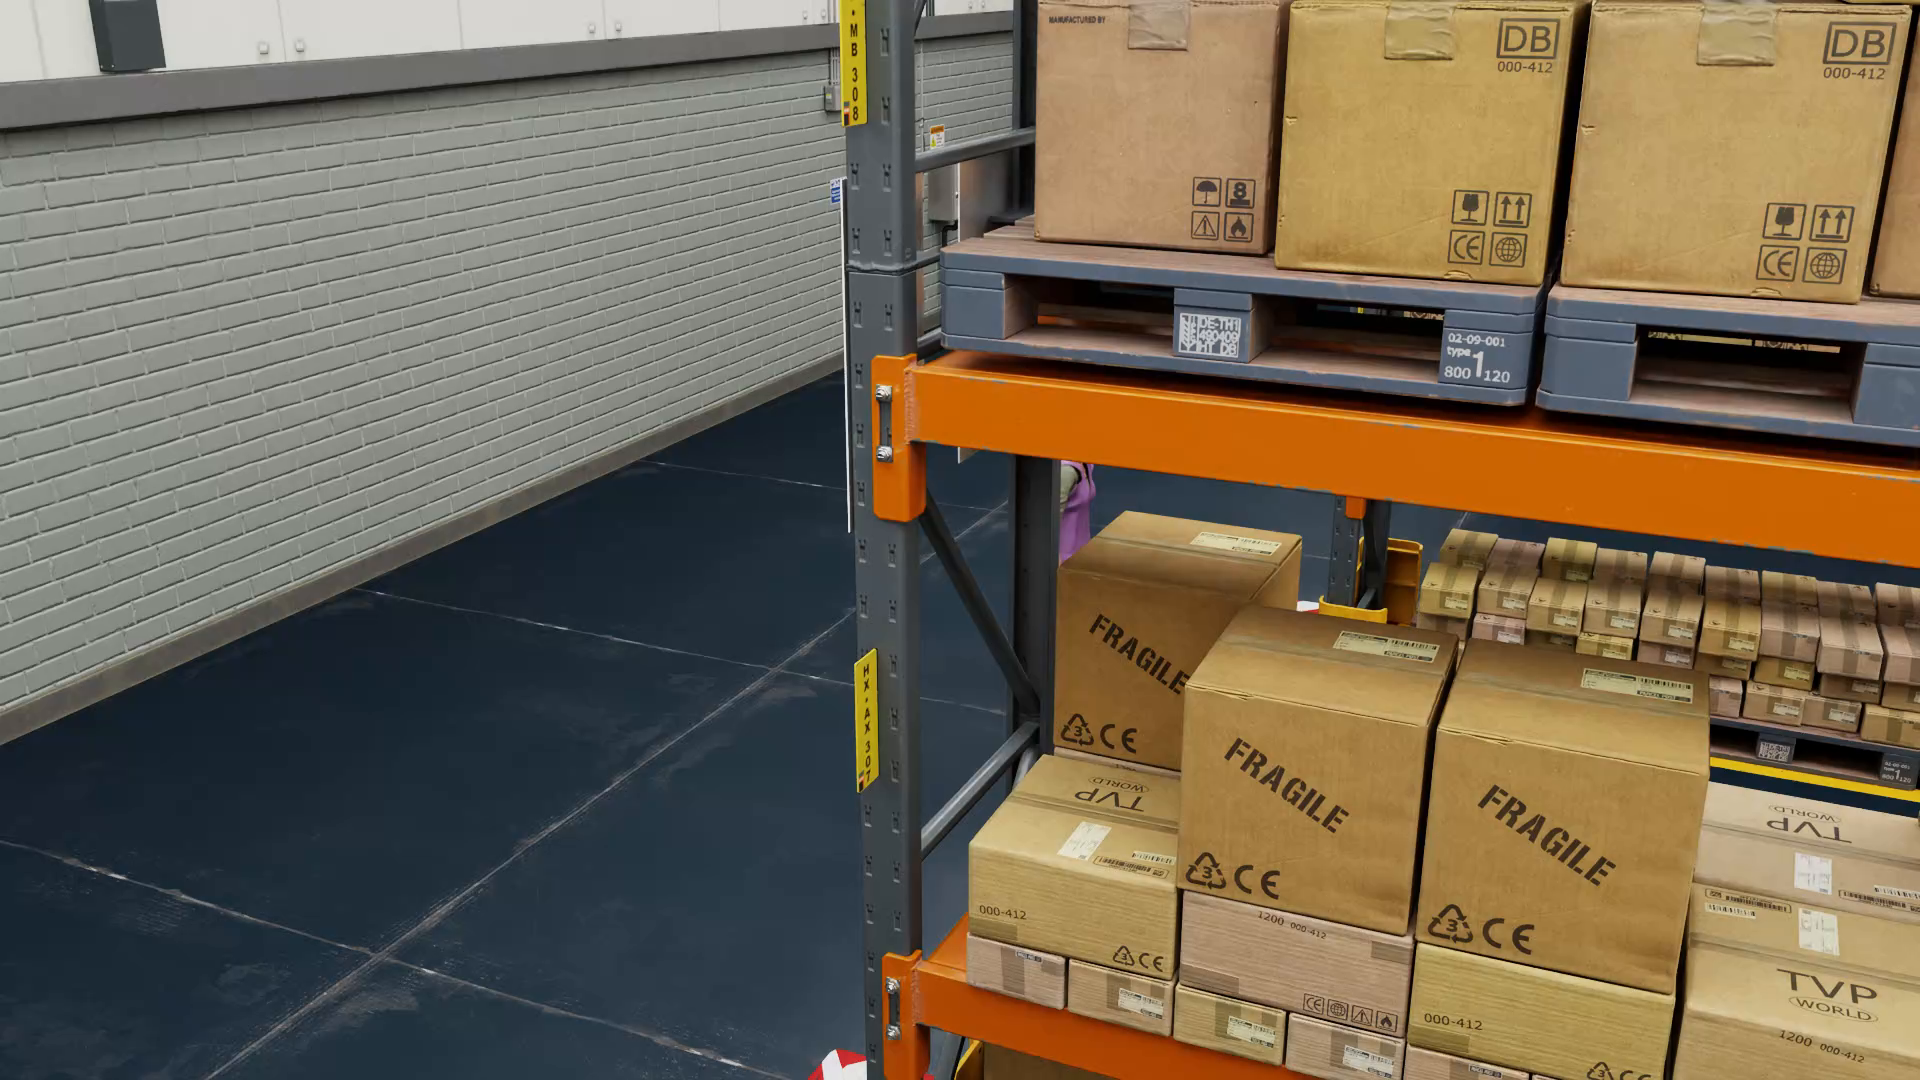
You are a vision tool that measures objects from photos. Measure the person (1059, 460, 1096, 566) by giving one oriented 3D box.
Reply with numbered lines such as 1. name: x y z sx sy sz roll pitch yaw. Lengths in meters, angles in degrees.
1. person: 0.534 0.107 8.280 0.345 1.591 0.475 7 21 20
